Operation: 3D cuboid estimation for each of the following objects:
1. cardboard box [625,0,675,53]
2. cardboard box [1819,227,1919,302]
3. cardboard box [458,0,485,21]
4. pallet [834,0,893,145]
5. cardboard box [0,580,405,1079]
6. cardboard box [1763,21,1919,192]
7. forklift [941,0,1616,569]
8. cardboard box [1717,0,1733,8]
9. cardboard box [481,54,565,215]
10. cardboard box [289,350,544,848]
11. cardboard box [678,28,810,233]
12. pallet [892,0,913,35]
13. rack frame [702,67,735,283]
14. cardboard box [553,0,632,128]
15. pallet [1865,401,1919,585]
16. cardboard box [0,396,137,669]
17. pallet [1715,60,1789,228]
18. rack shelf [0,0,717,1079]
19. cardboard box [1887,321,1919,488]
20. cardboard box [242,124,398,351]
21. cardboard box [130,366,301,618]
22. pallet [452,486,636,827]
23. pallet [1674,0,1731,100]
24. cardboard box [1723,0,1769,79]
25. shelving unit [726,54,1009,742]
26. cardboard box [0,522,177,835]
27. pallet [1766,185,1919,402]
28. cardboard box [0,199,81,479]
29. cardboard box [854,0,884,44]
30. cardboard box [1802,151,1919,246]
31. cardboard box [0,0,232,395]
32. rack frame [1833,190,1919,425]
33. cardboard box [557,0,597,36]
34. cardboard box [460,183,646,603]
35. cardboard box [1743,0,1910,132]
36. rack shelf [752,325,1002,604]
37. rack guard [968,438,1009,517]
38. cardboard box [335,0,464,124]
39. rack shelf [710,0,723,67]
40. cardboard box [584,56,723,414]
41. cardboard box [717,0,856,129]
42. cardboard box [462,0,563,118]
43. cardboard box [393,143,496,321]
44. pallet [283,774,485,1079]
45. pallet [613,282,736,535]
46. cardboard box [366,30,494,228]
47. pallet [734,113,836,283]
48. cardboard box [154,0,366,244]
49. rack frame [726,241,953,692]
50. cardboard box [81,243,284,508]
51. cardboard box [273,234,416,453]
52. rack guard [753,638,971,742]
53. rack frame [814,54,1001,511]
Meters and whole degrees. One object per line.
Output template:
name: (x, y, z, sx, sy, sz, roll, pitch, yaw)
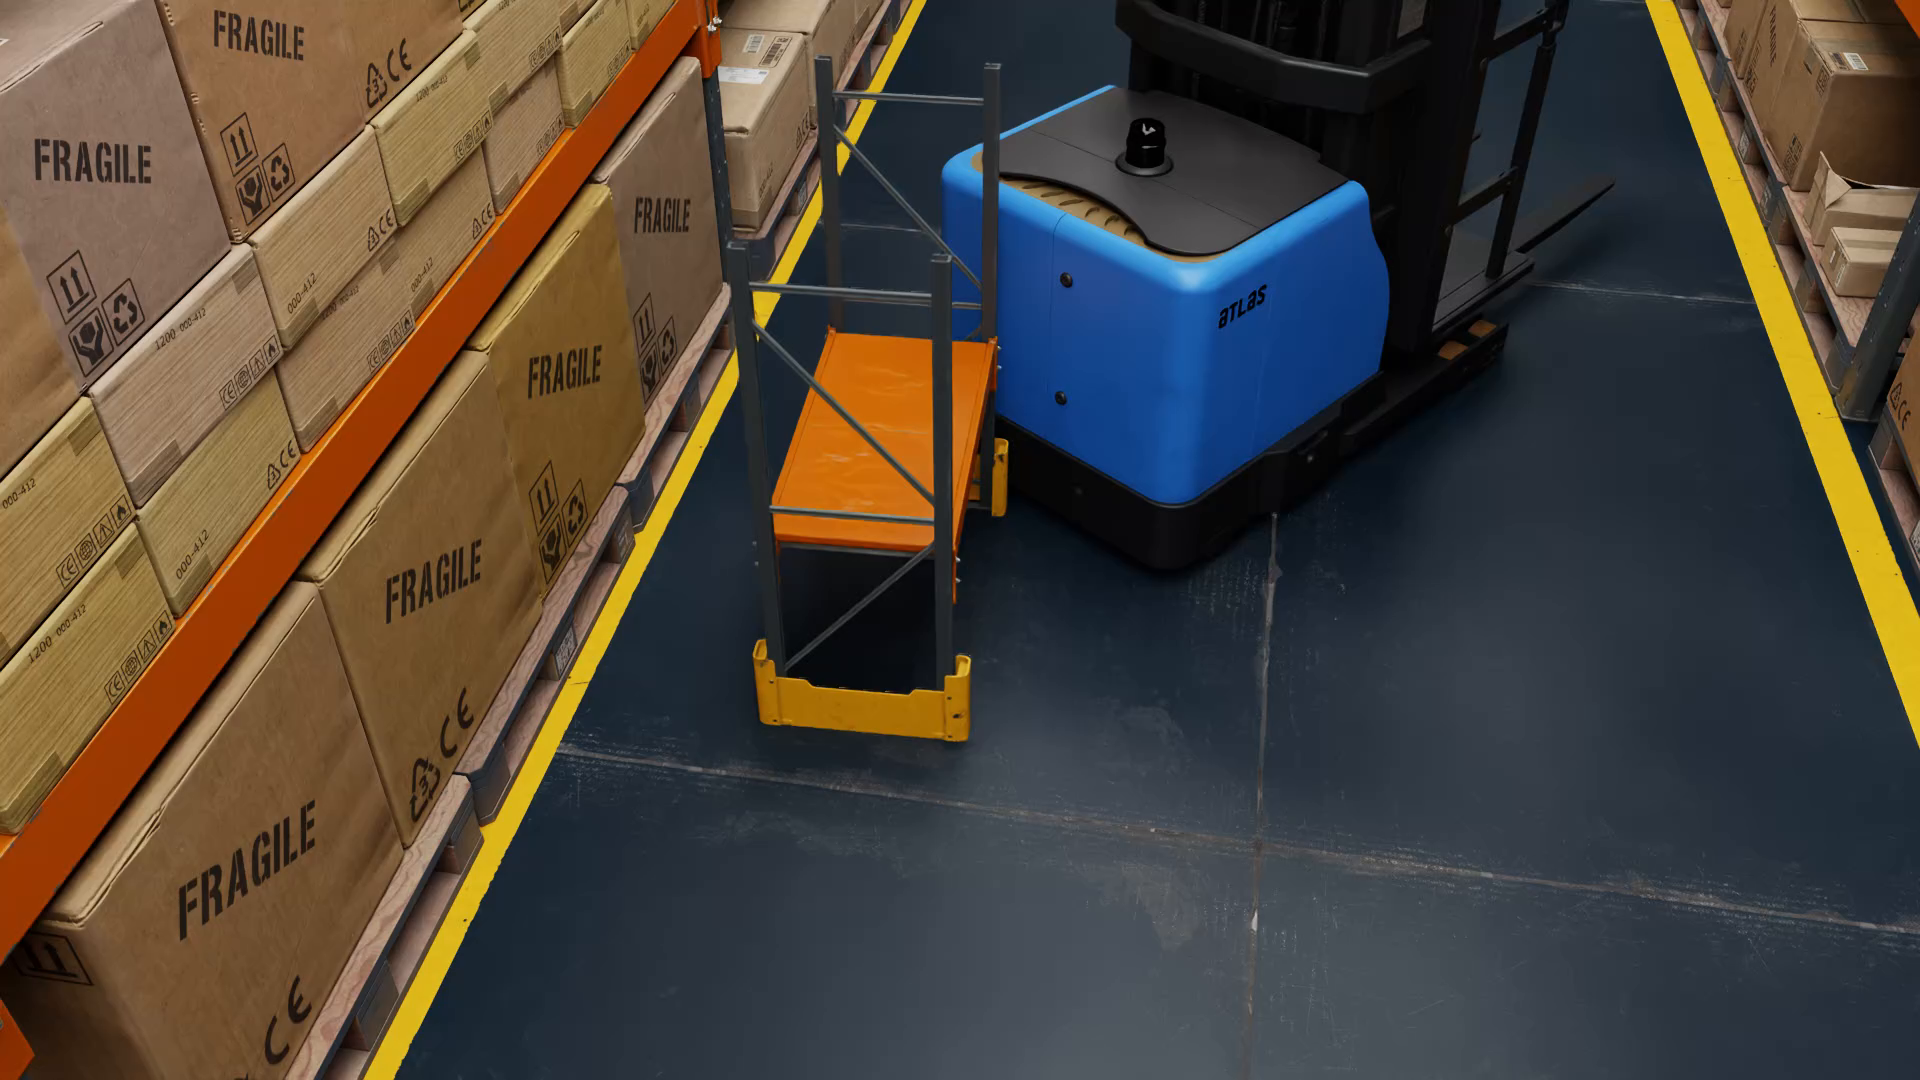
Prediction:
cardboard box: (-1.172, -1.727, 5.103, 0.500, 0.250, 0.500, 5, 40, 7)
cardboard box: (3.354, -0.995, 6.007, 0.380, 0.149, 0.250, 5, 40, 6)
cardboard box: (-1.362, -1.569, 3.930, 0.500, 0.500, 0.500, 8, 40, 9)
pallet: (-0.925, -2.256, 7.813, 1.003, 0.211, 1.213, 6, 40, 8)
cardboard box: (-1.833, 0.649, 3.449, 0.875, 0.875, 0.875, 6, 40, 7)
cardboard box: (3.674, -1.701, 6.586, 0.700, 0.500, 0.500, 5, 40, 6)
forklift: (1.324, -1.876, 5.219, 1.130, 2.935, 3.031, 32, 49, 33)
cardboard box: (4.040, -2.886, 8.016, 0.797, 0.503, 0.637, 5, 40, 6)
cardboard box: (-1.367, -1.093, 4.336, 0.500, 0.250, 0.500, 5, 40, 6)
cardboard box: (-1.675, 0.089, 4.126, 0.875, 0.875, 0.875, 7, 40, 8)
cardboard box: (-1.128, -1.651, 6.574, 0.875, 0.438, 0.875, 6, 40, 7)
pallet: (-0.711, -3.020, 8.737, 1.003, 0.211, 1.213, 6, 40, 8)
rack frame: (-1.342, -2.094, 5.429, 1.000, 3.000, 0.127, 6, 40, 8)
cardboard box: (-1.261, -1.408, 4.716, 0.500, 0.250, 0.500, 6, 40, 7)
pallet: (3.444, 0.040, 5.036, 1.003, 0.211, 1.213, 6, 40, 8)
cardboard box: (-1.703, -0.010, 2.633, 0.500, 0.250, 0.500, 6, 40, 7)
pallet: (3.876, -1.673, 7.109, 1.003, 0.211, 1.213, 6, 40, 8)
rack shelf: (-1.688, -0.562, 4.140, 1.077, 0.370, 4.000, 6, 40, 8)
cardboard box: (3.242, -0.469, 5.095, 0.500, 0.500, 0.500, 8, 40, 10)
cardboard box: (-1.515, -0.645, 3.402, 0.500, 0.250, 0.500, 6, 40, 8)
cardboard box: (-1.630, -0.130, 3.171, 0.500, 0.250, 0.500, 5, 40, 6)
pallet: (-1.610, 0.241, 4.793, 1.003, 0.211, 1.213, 6, 40, 8)
pallet: (4.089, -2.437, 8.032, 1.003, 0.211, 1.213, 6, 40, 8)
cardboard box: (3.854, -2.353, 7.374, 0.700, 0.500, 0.500, 8, 40, 9)
shelving unit: (-0.203, -0.385, 4.538, 0.587, 1.500, 1.083, 5, 40, 6)
cardboard box: (-1.702, 0.194, 2.779, 0.500, 0.250, 0.500, 6, 40, 7)
pallet: (3.667, -0.905, 6.180, 1.003, 0.211, 1.213, 6, 40, 8)
cardboard box: (-1.708, -0.290, 2.384, 0.500, 0.500, 0.500, 5, 40, 6)
cardboard box: (-0.816, -2.779, 7.938, 0.875, 0.438, 0.875, 7, 40, 9)
cardboard box: (3.416, -1.264, 6.240, 0.396, 0.266, 0.258, 8, 40, 9)
cardboard box: (-1.632, -0.603, 2.762, 0.500, 0.500, 0.500, 7, 40, 8)
rack frame: (3.547, -1.549, 4.770, 1.000, 3.000, 0.127, 6, 40, 8)
cardboard box: (-1.258, -1.611, 4.570, 0.500, 0.250, 0.500, 7, 40, 9)
cardboard box: (-1.519, -0.472, 4.804, 0.875, 0.875, 0.875, 7, 40, 9)
cardboard box: (3.664, -2.032, 6.986, 0.500, 0.500, 0.500, 7, 40, 8)
rack shelf: (-0.204, -0.240, 4.646, 0.538, 0.185, 1.000, 5, 40, 6)
rack guard: (-0.141, -0.218, 5.317, 0.587, 0.250, 0.087, 5, 40, 6)
cardboard box: (-1.436, -1.242, 3.535, 0.500, 0.500, 0.500, 7, 40, 8)
rack shelf: (-0.996, -3.072, 7.176, 1.077, 0.370, 4.000, 6, 40, 8)
cardboard box: (-1.371, -1.039, 5.491, 0.875, 0.875, 0.875, 8, 40, 9)
cardboard box: (-0.974, -2.213, 7.254, 0.875, 0.438, 0.875, 5, 40, 6)
cardboard box: (-1.342, -1.285, 4.176, 0.500, 0.250, 0.500, 7, 40, 9)
cardboard box: (-1.452, -0.769, 3.943, 0.500, 0.250, 0.500, 6, 40, 8)
pallet: (-1.824, 1.004, 3.870, 1.003, 0.211, 1.213, 6, 40, 8)
pallet: (-1.402, -0.527, 5.722, 1.003, 0.211, 1.213, 6, 40, 8)
cardboard box: (-1.414, -0.962, 3.785, 0.500, 0.250, 0.500, 7, 40, 8)
pallet: (-1.134, -1.488, 6.884, 1.003, 0.211, 1.213, 6, 40, 8)
cardboard box: (-1.527, -0.926, 3.153, 0.500, 0.500, 0.500, 7, 40, 9)
rack frame: (-0.267, -0.058, 4.143, 0.500, 1.500, 0.032, 5, 40, 6)
cardboard box: (-1.613, -0.334, 3.025, 0.500, 0.250, 0.500, 7, 40, 9)
cardboard box: (-1.534, -0.458, 3.568, 0.500, 0.250, 0.500, 8, 40, 9)
rack guard: (-0.265, 0.412, 4.556, 0.587, 0.250, 0.087, 5, 40, 6)
rack frame: (-0.141, -0.700, 4.920, 0.500, 1.500, 0.032, 5, 40, 6)
